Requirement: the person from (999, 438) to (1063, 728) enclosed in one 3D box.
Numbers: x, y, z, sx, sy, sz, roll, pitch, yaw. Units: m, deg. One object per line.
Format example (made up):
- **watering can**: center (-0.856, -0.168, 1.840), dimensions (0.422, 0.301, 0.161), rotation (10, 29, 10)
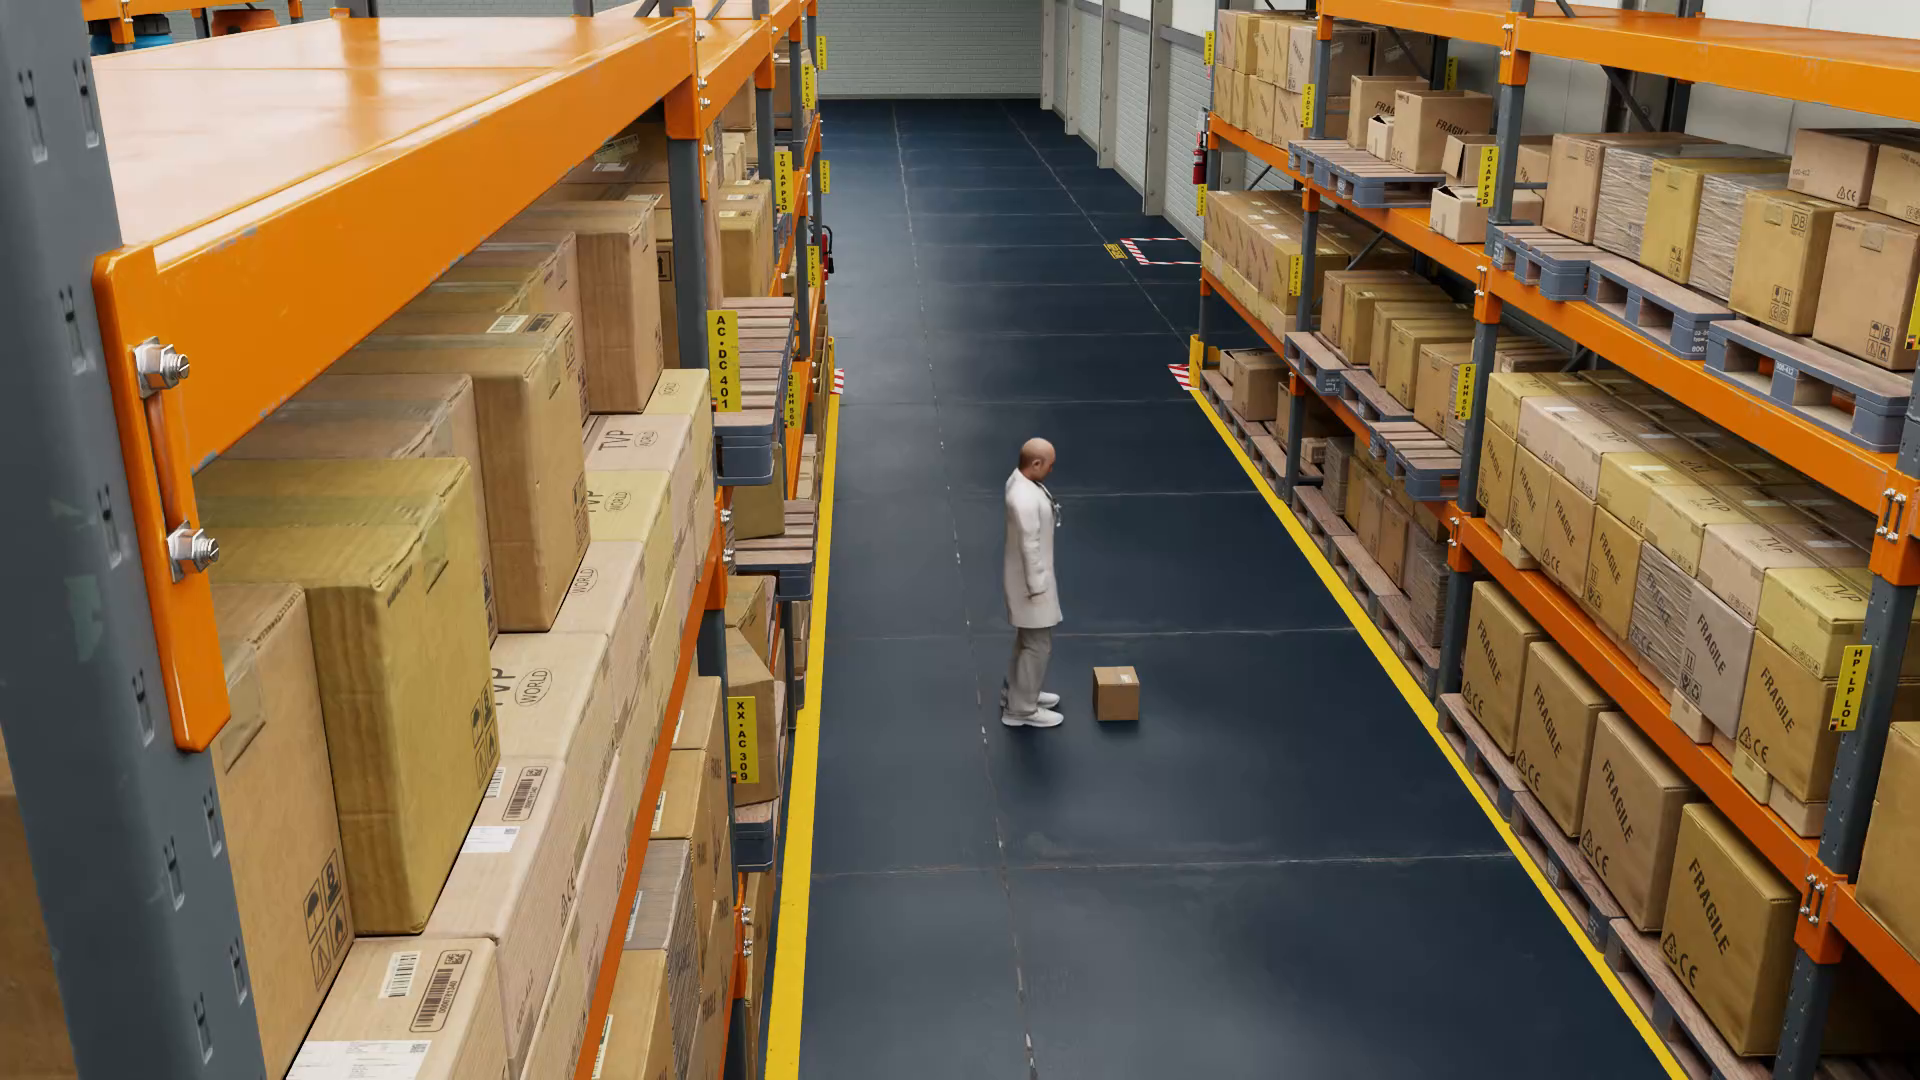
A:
- **person**: center (0.435, 0.241, 9.969), dimensions (0.379, 1.765, 0.567), rotation (-1, 20, -2)
